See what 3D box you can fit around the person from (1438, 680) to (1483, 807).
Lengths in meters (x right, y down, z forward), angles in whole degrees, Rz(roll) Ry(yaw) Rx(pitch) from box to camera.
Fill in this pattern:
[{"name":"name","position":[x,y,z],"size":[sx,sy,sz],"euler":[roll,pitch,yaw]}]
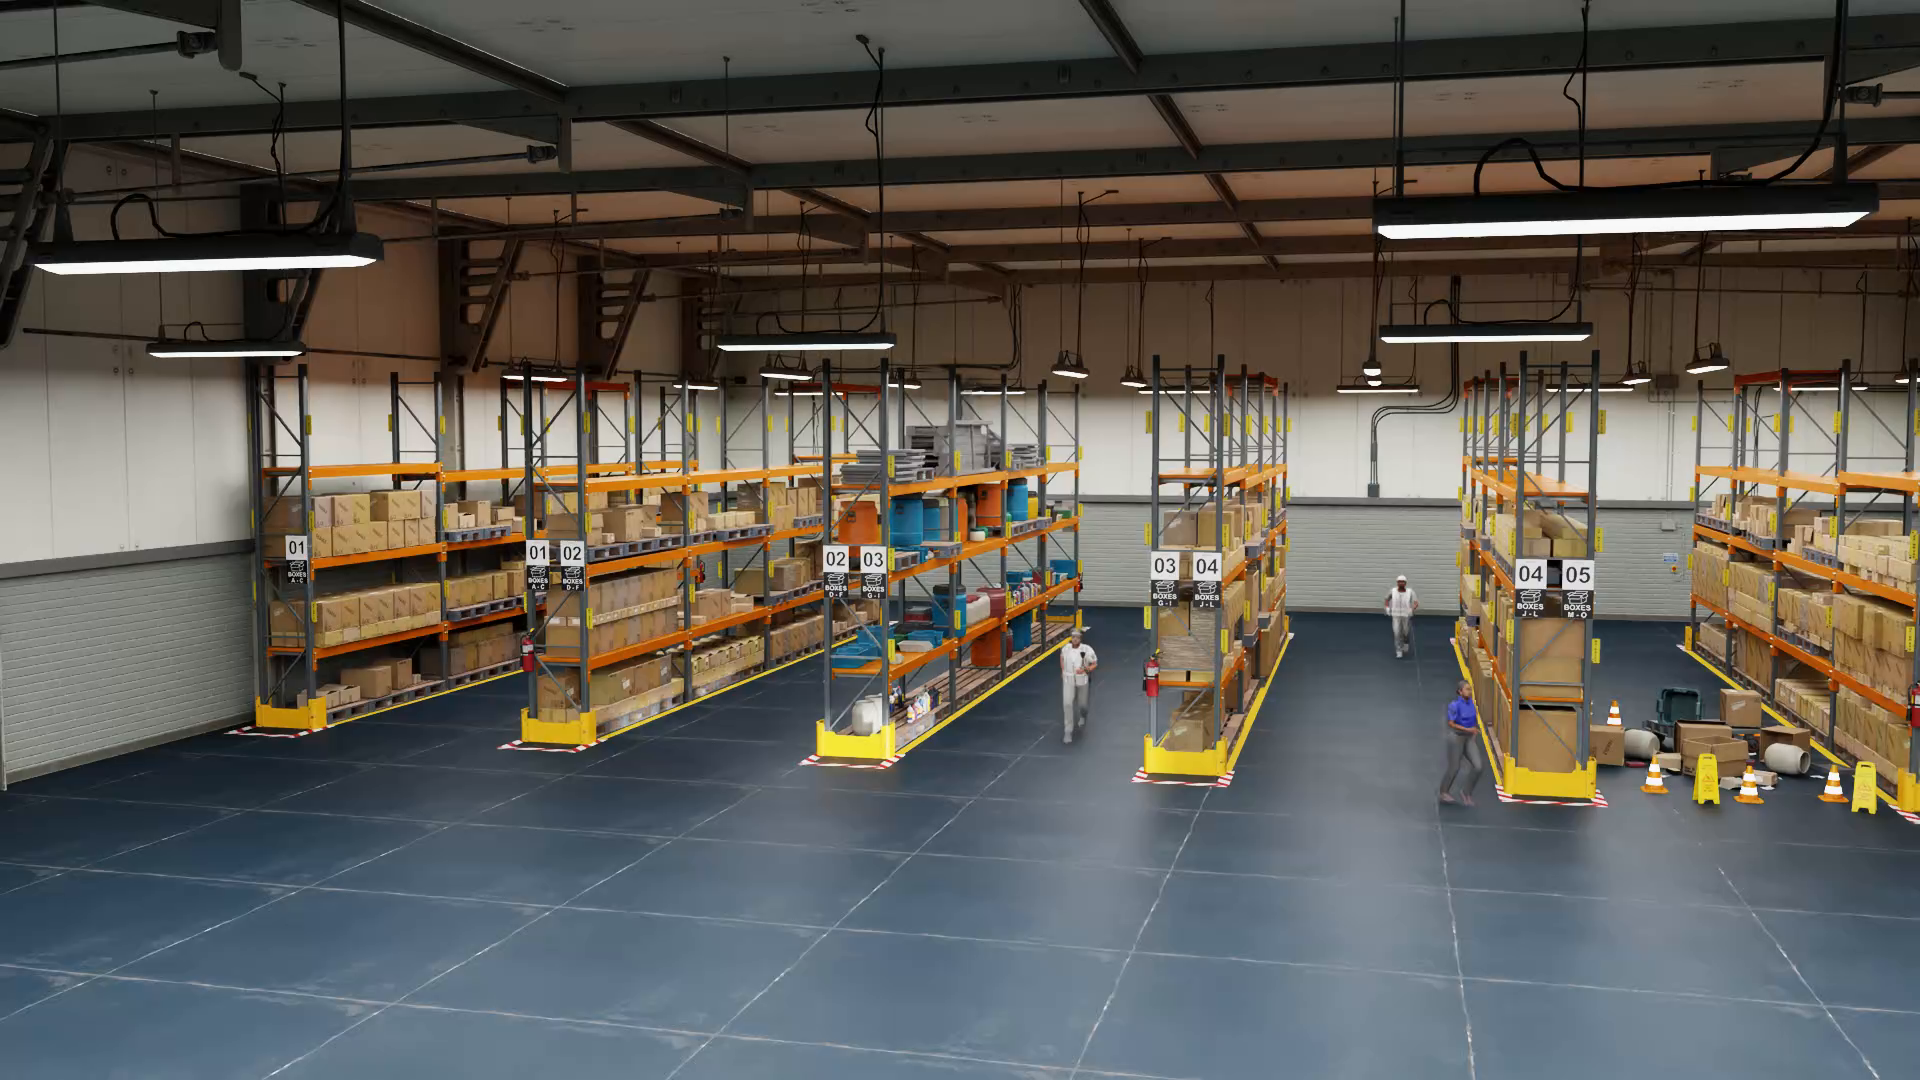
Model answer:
[{"name":"person","position":[6.630,2.693,21.880],"size":[0.593,1.711,0.718],"euler":[-2,4,-26]}]

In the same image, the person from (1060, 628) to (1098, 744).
[{"name":"person","position":[1.896,2.294,26.608],"size":[0.626,1.816,1.120],"euler":[1,4,9]}]

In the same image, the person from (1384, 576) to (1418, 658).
[{"name":"person","position":[9.513,1.642,35.896],"size":[0.708,1.759,0.787],"euler":[1,4,17]}]
